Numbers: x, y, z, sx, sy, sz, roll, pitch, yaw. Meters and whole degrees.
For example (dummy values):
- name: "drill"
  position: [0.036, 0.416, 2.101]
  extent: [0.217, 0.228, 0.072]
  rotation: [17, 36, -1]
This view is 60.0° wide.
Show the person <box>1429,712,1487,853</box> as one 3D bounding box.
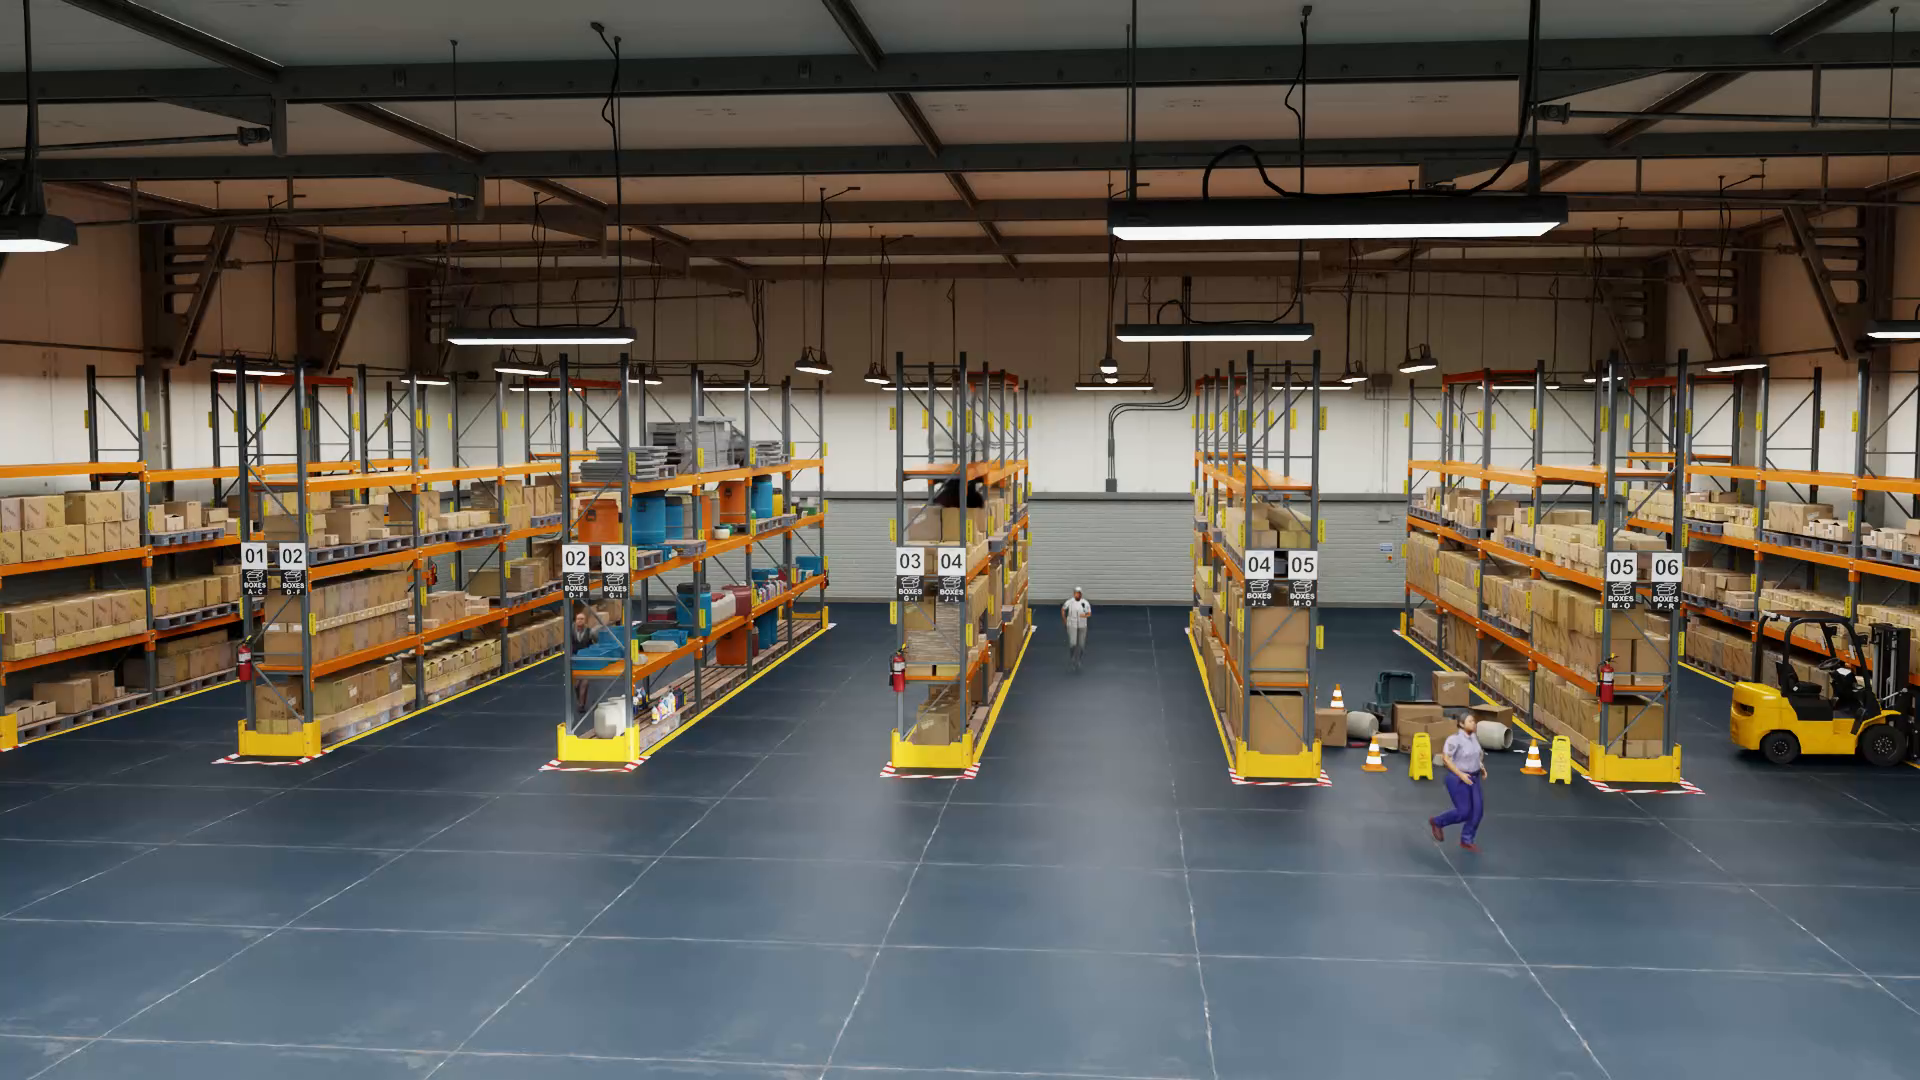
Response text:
- name: "person"
  position: [5.873, 2.820, 19.521]
  extent: [0.629, 1.630, 0.626]
  rotation: [-3, 5, -39]

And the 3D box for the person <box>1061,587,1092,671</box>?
- name: "person"
  position: [2.362, 1.798, 33.549]
  extent: [0.575, 1.708, 0.683]
  rotation: [0, 4, -5]

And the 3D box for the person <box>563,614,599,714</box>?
- name: "person"
  position: [-6.550, 2.121, 28.806]
  extent: [0.660, 1.694, 0.733]
  rotation: [0, 4, -6]
